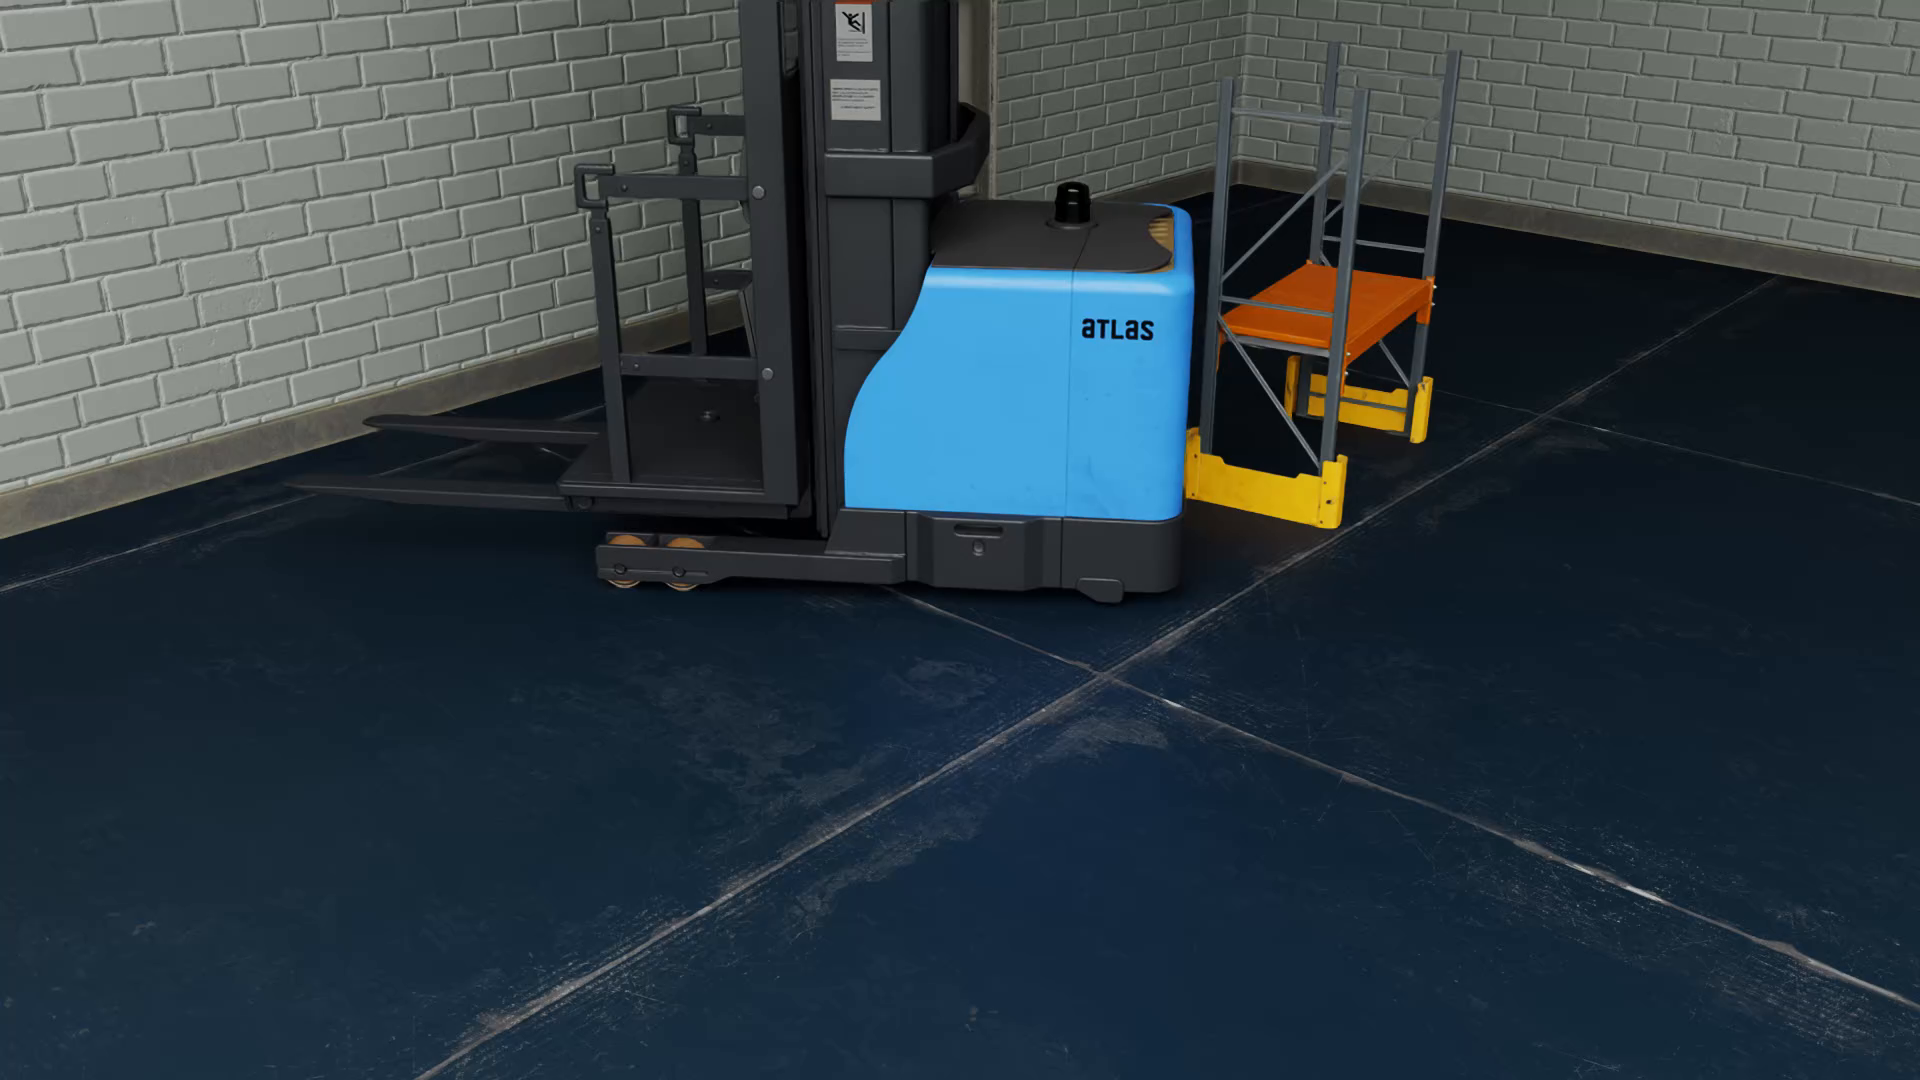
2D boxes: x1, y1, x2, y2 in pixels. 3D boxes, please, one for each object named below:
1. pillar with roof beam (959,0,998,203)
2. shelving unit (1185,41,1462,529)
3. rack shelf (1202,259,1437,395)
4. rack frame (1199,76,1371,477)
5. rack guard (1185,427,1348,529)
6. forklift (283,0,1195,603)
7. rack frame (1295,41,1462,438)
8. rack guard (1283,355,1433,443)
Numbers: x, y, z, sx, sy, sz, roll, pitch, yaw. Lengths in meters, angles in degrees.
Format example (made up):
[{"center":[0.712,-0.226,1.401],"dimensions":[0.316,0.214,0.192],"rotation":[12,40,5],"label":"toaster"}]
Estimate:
[{"center":[3.156,-4.354,4.461],"dimensions":[9.100,9.000,0.400],"rotation":[20,31,38],"label":"pillar with roof beam"},{"center":[1.342,-0.969,6.078],"dimensions":[0.587,1.500,1.083],"rotation":[14,28,28],"label":"shelving unit"},{"center":[1.347,-0.808,6.159],"dimensions":[0.538,0.185,1.000],"rotation":[14,28,28],"label":"rack shelf"},{"center":[1.083,-0.795,5.689],"dimensions":[0.500,1.500,0.032],"rotation":[14,28,28],"label":"rack frame"},{"center":[1.083,-0.225,5.946],"dimensions":[0.587,0.250,0.087],"rotation":[14,28,28],"label":"rack guard"},{"center":[-0.752,-1.386,5.258],"dimensions":[3.031,2.935,1.130],"rotation":[3,24,6],"label":"forklift"},{"center":[1.611,-1.150,6.482],"dimensions":[0.500,1.500,0.032],"rotation":[14,28,28],"label":"rack frame"},{"center":[1.601,-0.573,6.722],"dimensions":[0.587,0.250,0.087],"rotation":[14,28,28],"label":"rack guard"}]
